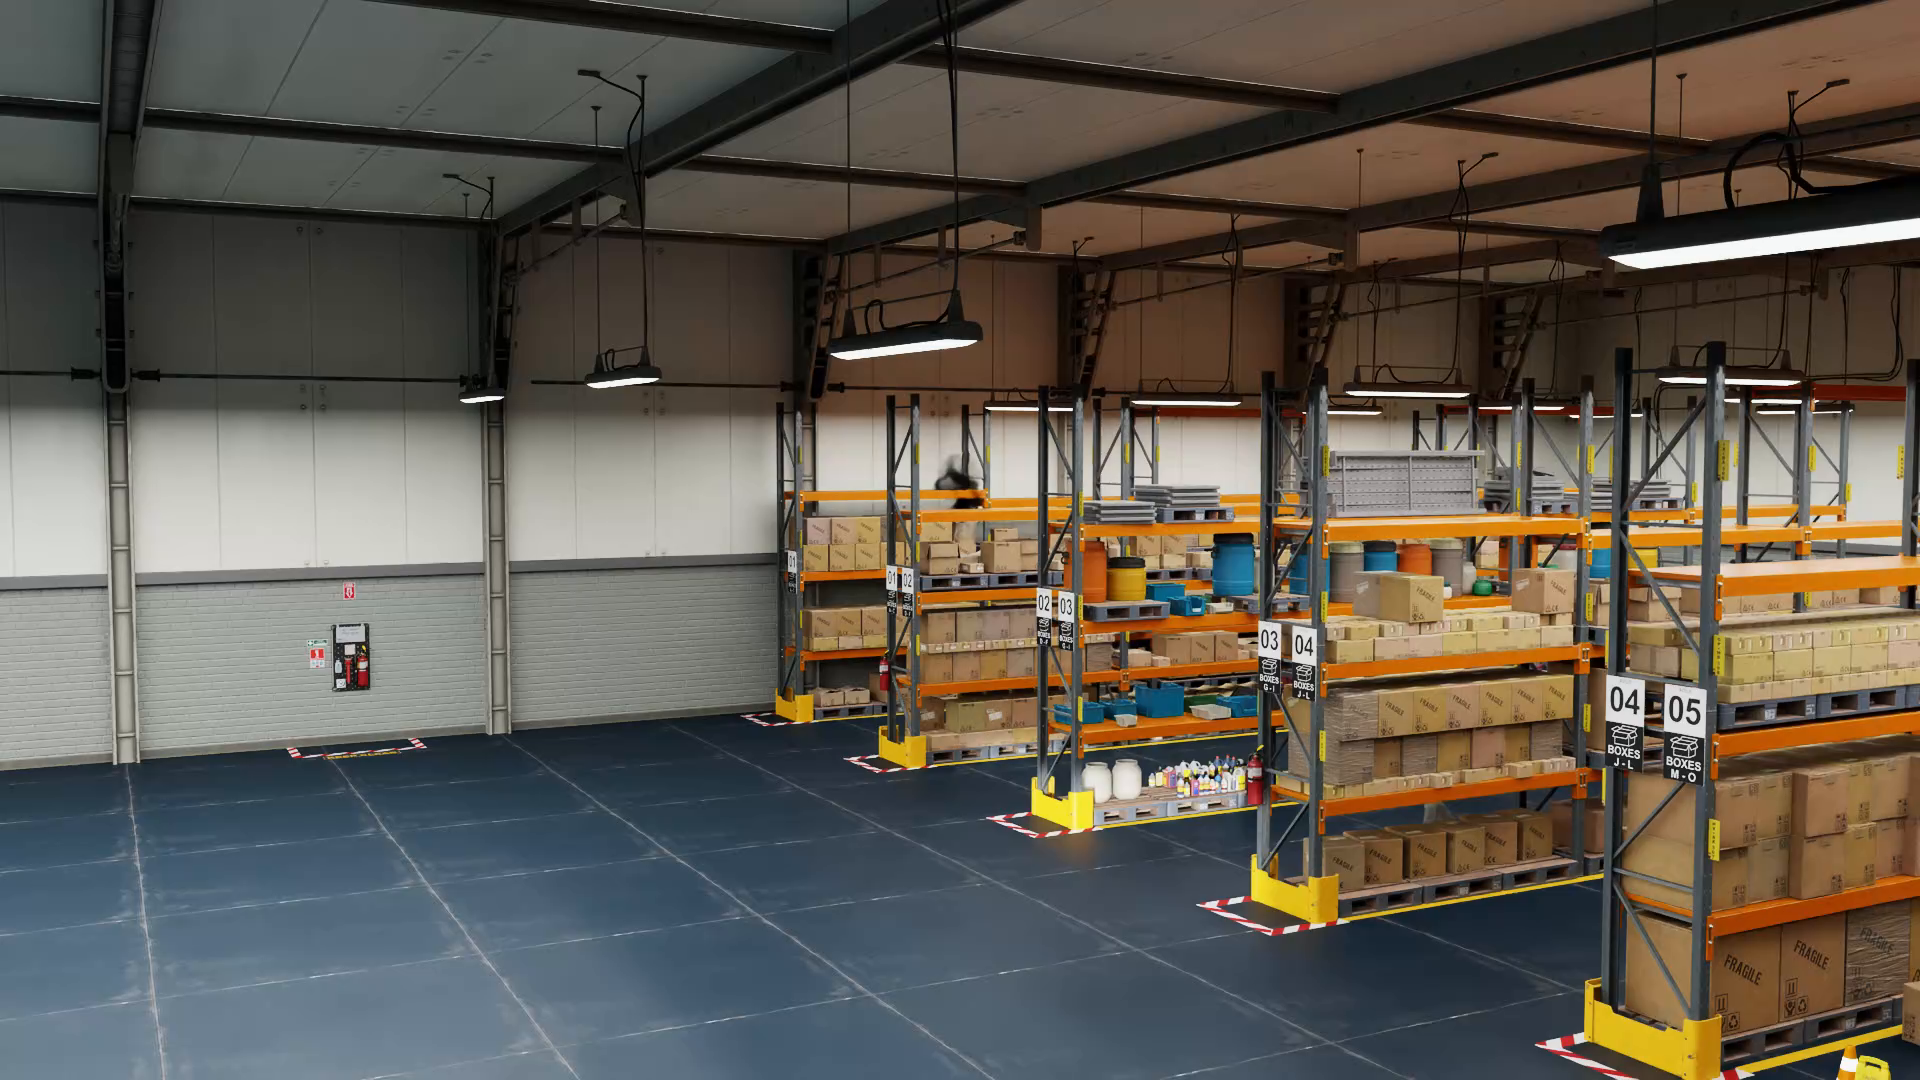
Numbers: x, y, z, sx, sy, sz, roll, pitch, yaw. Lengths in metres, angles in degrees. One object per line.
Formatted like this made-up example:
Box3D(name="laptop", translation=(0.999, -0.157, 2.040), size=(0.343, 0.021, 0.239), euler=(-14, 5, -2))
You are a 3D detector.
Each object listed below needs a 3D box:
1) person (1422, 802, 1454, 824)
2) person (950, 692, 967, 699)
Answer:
Box3D(name="person", translation=(6.143, 3.091, 21.478), size=(0.894, 1.697, 0.583), euler=(-2, 4, -35))
Box3D(name="person", translation=(0.101, 2.354, 29.661), size=(0.677, 1.759, 0.661), euler=(-2, 4, -30))
